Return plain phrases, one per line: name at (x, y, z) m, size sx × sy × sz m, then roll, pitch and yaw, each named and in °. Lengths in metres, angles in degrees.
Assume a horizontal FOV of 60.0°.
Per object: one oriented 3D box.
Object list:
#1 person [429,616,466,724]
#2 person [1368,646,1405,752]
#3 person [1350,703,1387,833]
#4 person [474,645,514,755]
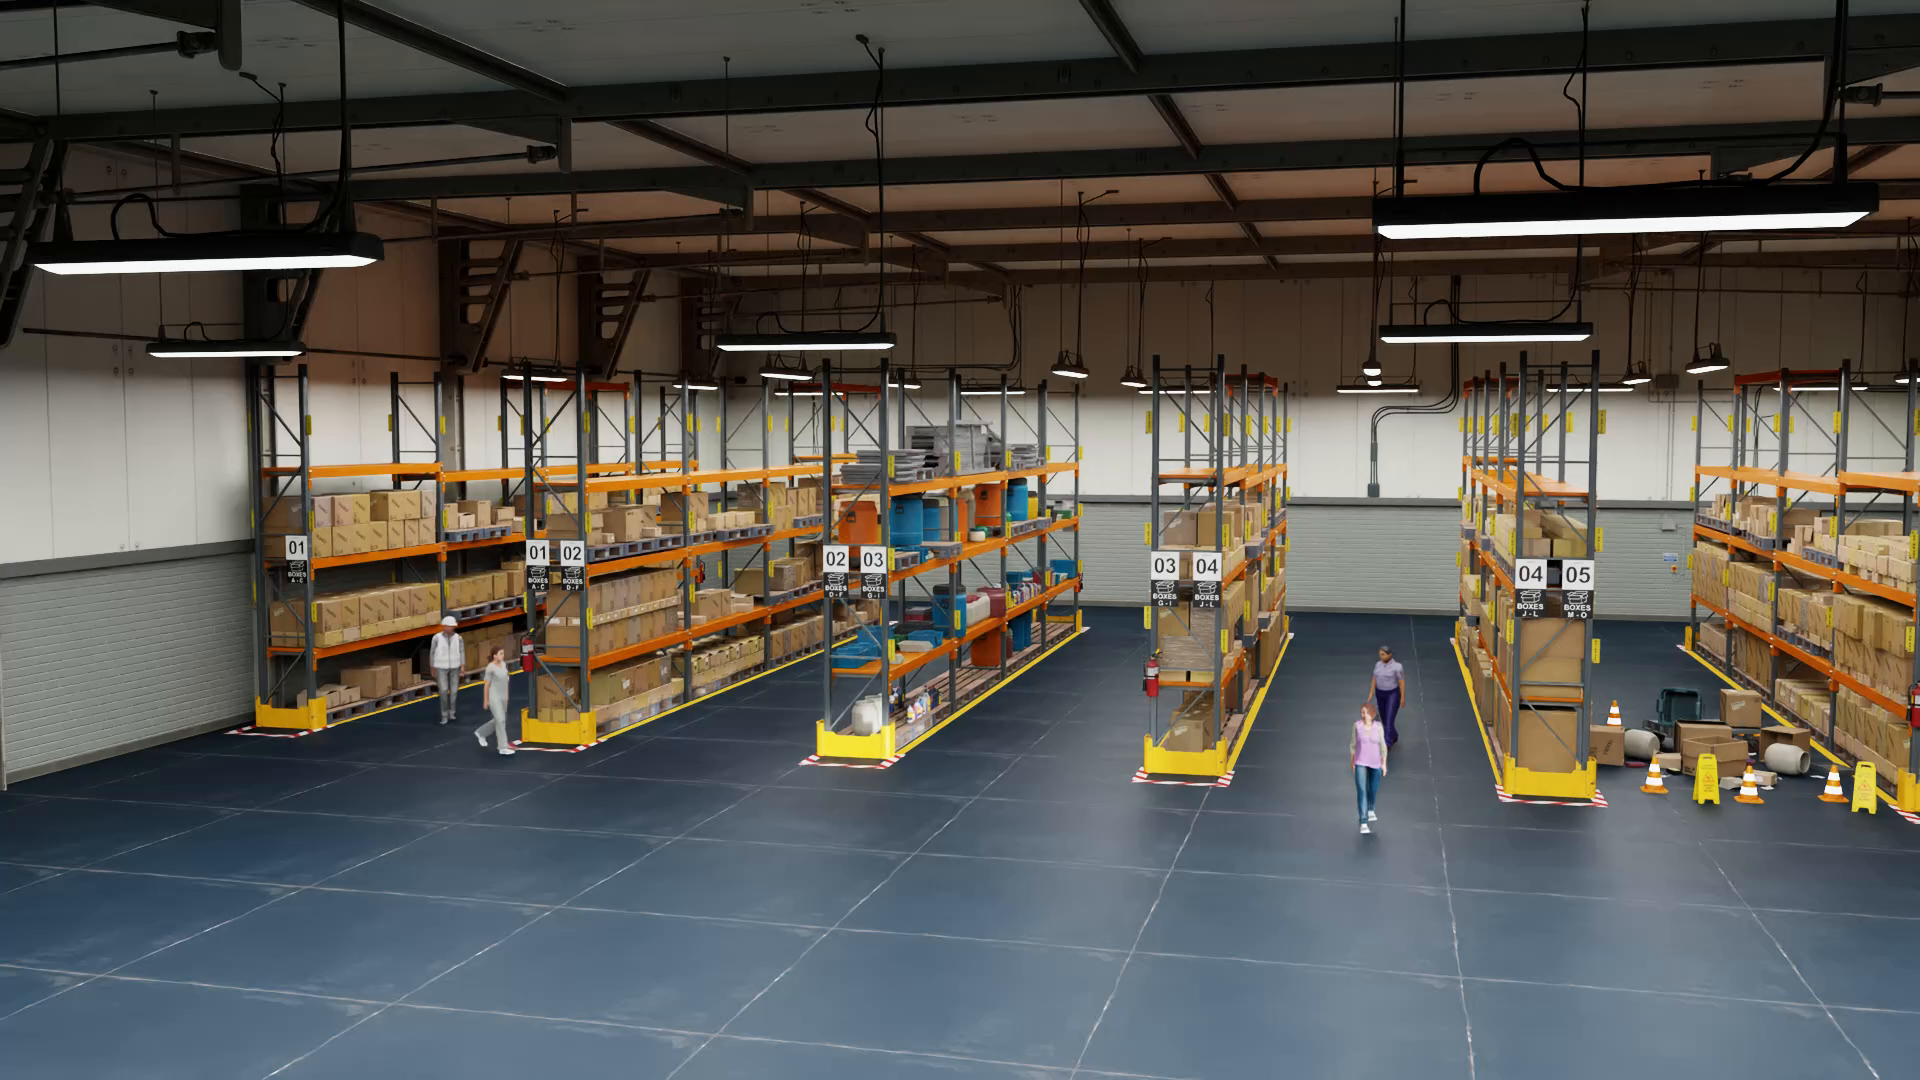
person at (-8.632, 2.210, 28.104) m, size 0.566 × 1.839 × 0.530 m, roll -3°, pitch 5°, yaw -33°
person at (6.587, 2.425, 25.671) m, size 0.896 × 1.603 × 0.521 m, roll -3°, pitch 5°, yaw -40°
person at (5.060, 2.784, 20.593) m, size 0.436 × 1.547 × 0.908 m, roll 1°, pitch 4°, yaw 9°
person at (-7.112, 2.422, 25.450) m, size 0.922 × 1.639 × 0.470 m, roll 2°, pitch 4°, yaw 27°
